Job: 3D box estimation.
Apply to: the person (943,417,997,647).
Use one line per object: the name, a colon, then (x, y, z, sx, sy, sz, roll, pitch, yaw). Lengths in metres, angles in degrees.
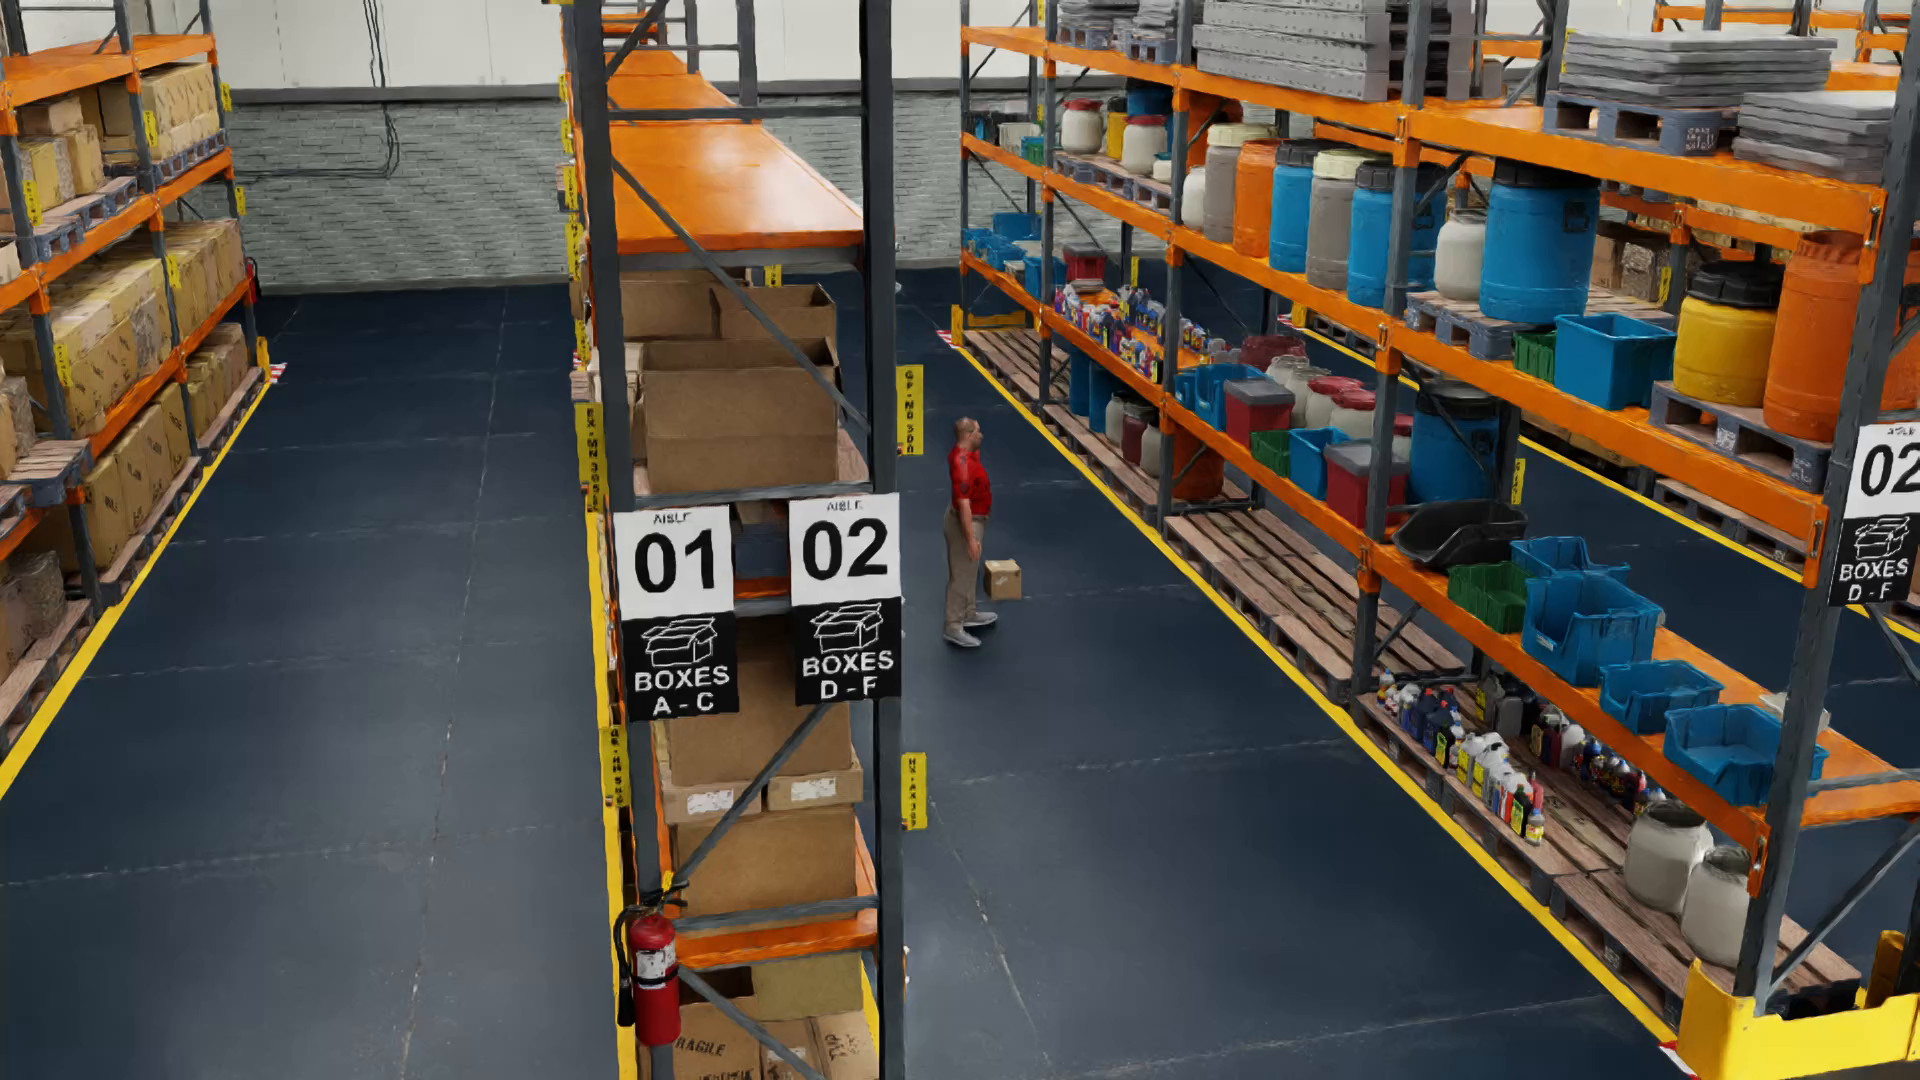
person: (0.082, -0.096, 12.615, 0.439, 1.733, 0.651, -1, 19, -2)
